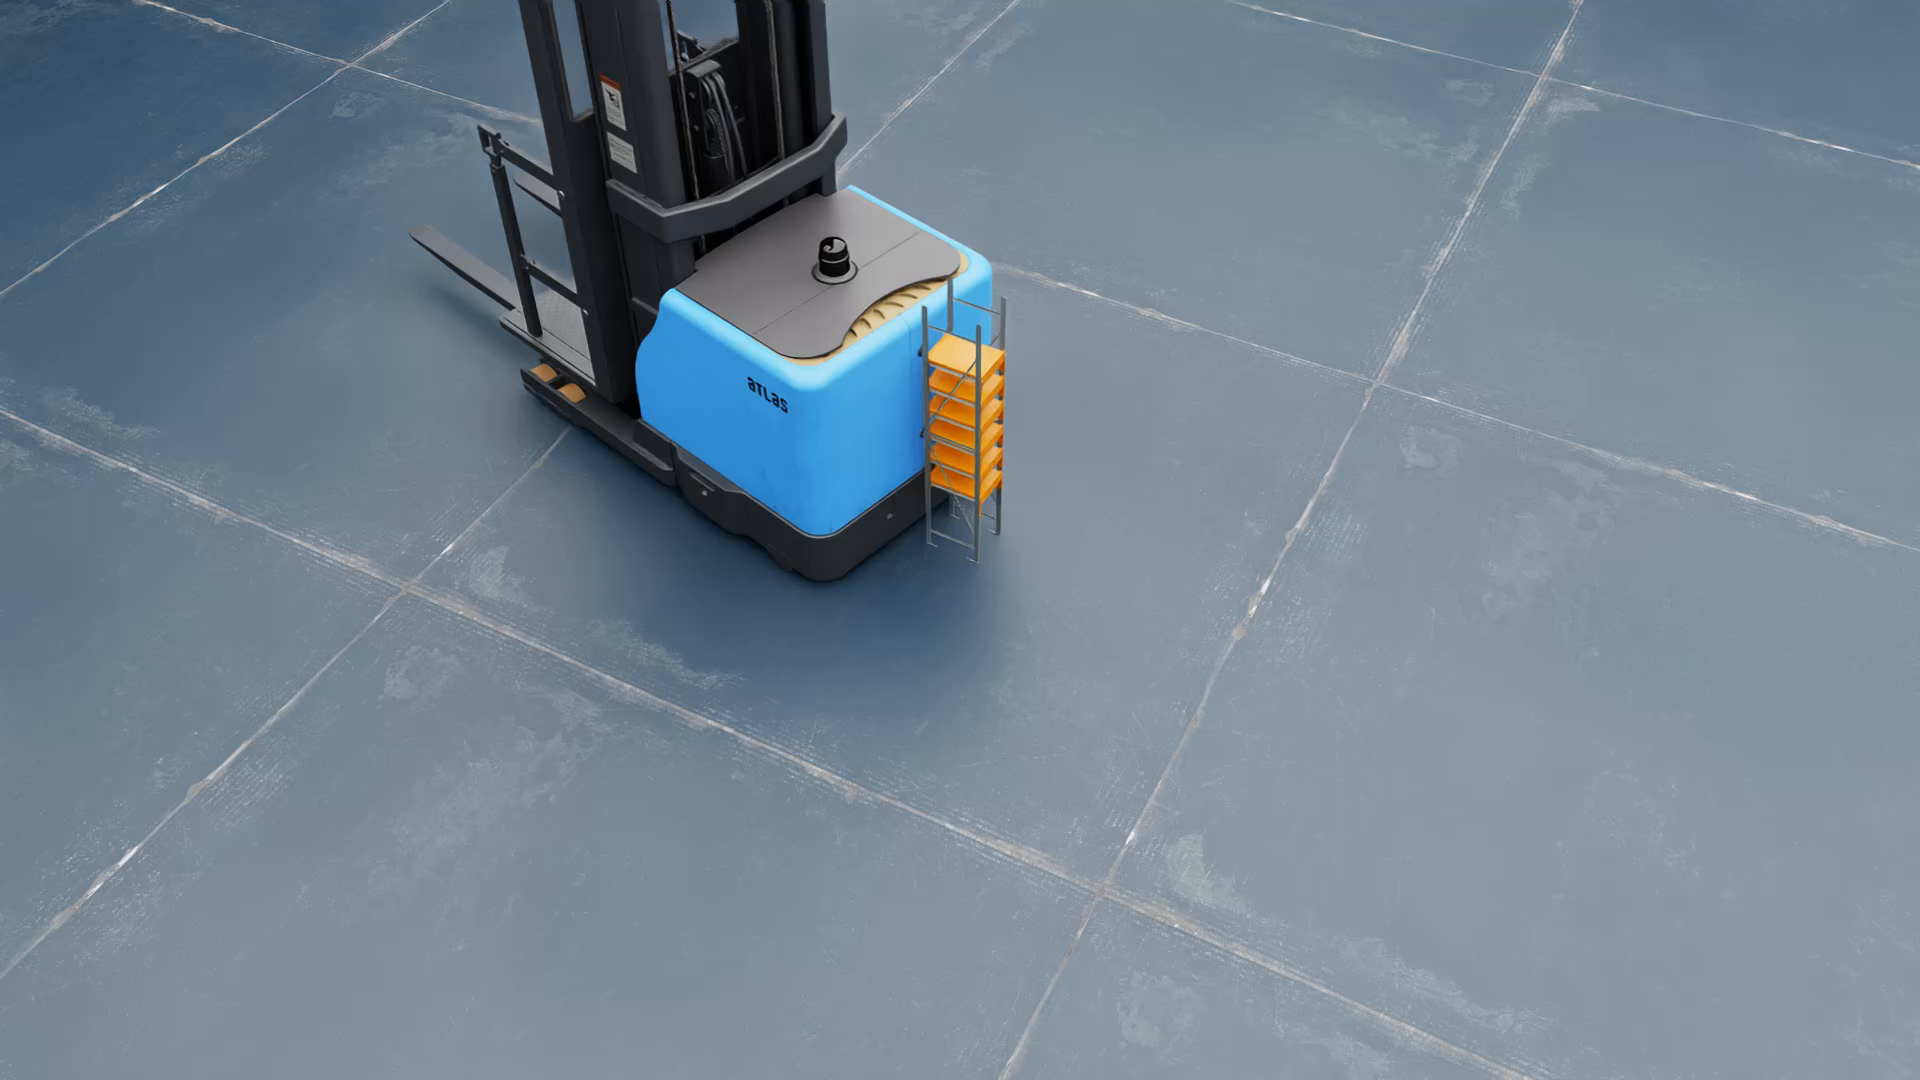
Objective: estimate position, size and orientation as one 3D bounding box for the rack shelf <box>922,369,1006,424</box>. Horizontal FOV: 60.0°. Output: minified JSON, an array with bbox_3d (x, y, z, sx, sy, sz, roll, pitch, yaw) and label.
[{"bbox_3d":[0.015,-0.561,6.186,0.258,0.103,0.180,22,49,20],"label":"rack shelf"}]

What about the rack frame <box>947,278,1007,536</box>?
[{"bbox_3d":[0.060,-0.481,6.381,0.240,1.200,0.006,22,49,20],"label":"rack frame"}]

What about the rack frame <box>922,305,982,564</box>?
[{"bbox_3d":[-0.030,-0.367,6.269,0.240,1.200,0.006,22,49,20],"label":"rack frame"}]

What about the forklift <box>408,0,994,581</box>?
[{"bbox_3d":[-1.286,-1.792,6.460,3.031,2.935,1.130,33,54,28],"label":"forklift"}]

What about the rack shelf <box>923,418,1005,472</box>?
[{"bbox_3d":[0.015,-0.393,6.357,0.258,0.103,0.180,22,49,20],"label":"rack shelf"}]

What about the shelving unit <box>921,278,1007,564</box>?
[{"bbox_3d":[0.015,-0.424,6.325,0.258,1.200,0.189,22,49,20],"label":"shelving unit"}]

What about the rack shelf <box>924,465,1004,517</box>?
[{"bbox_3d":[0.015,-0.224,6.528,0.258,0.103,0.180,22,49,20],"label":"rack shelf"}]

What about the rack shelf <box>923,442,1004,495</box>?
[{"bbox_3d":[0.015,-0.308,6.442,0.258,0.103,0.180,22,49,20],"label":"rack shelf"}]

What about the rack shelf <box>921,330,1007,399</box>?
[{"bbox_3d":[0.015,-0.646,6.101,0.258,0.103,0.180,22,49,20],"label":"rack shelf"}]

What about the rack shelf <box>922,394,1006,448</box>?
[{"bbox_3d":[0.015,-0.477,6.272,0.258,0.103,0.180,22,49,20],"label":"rack shelf"}]
